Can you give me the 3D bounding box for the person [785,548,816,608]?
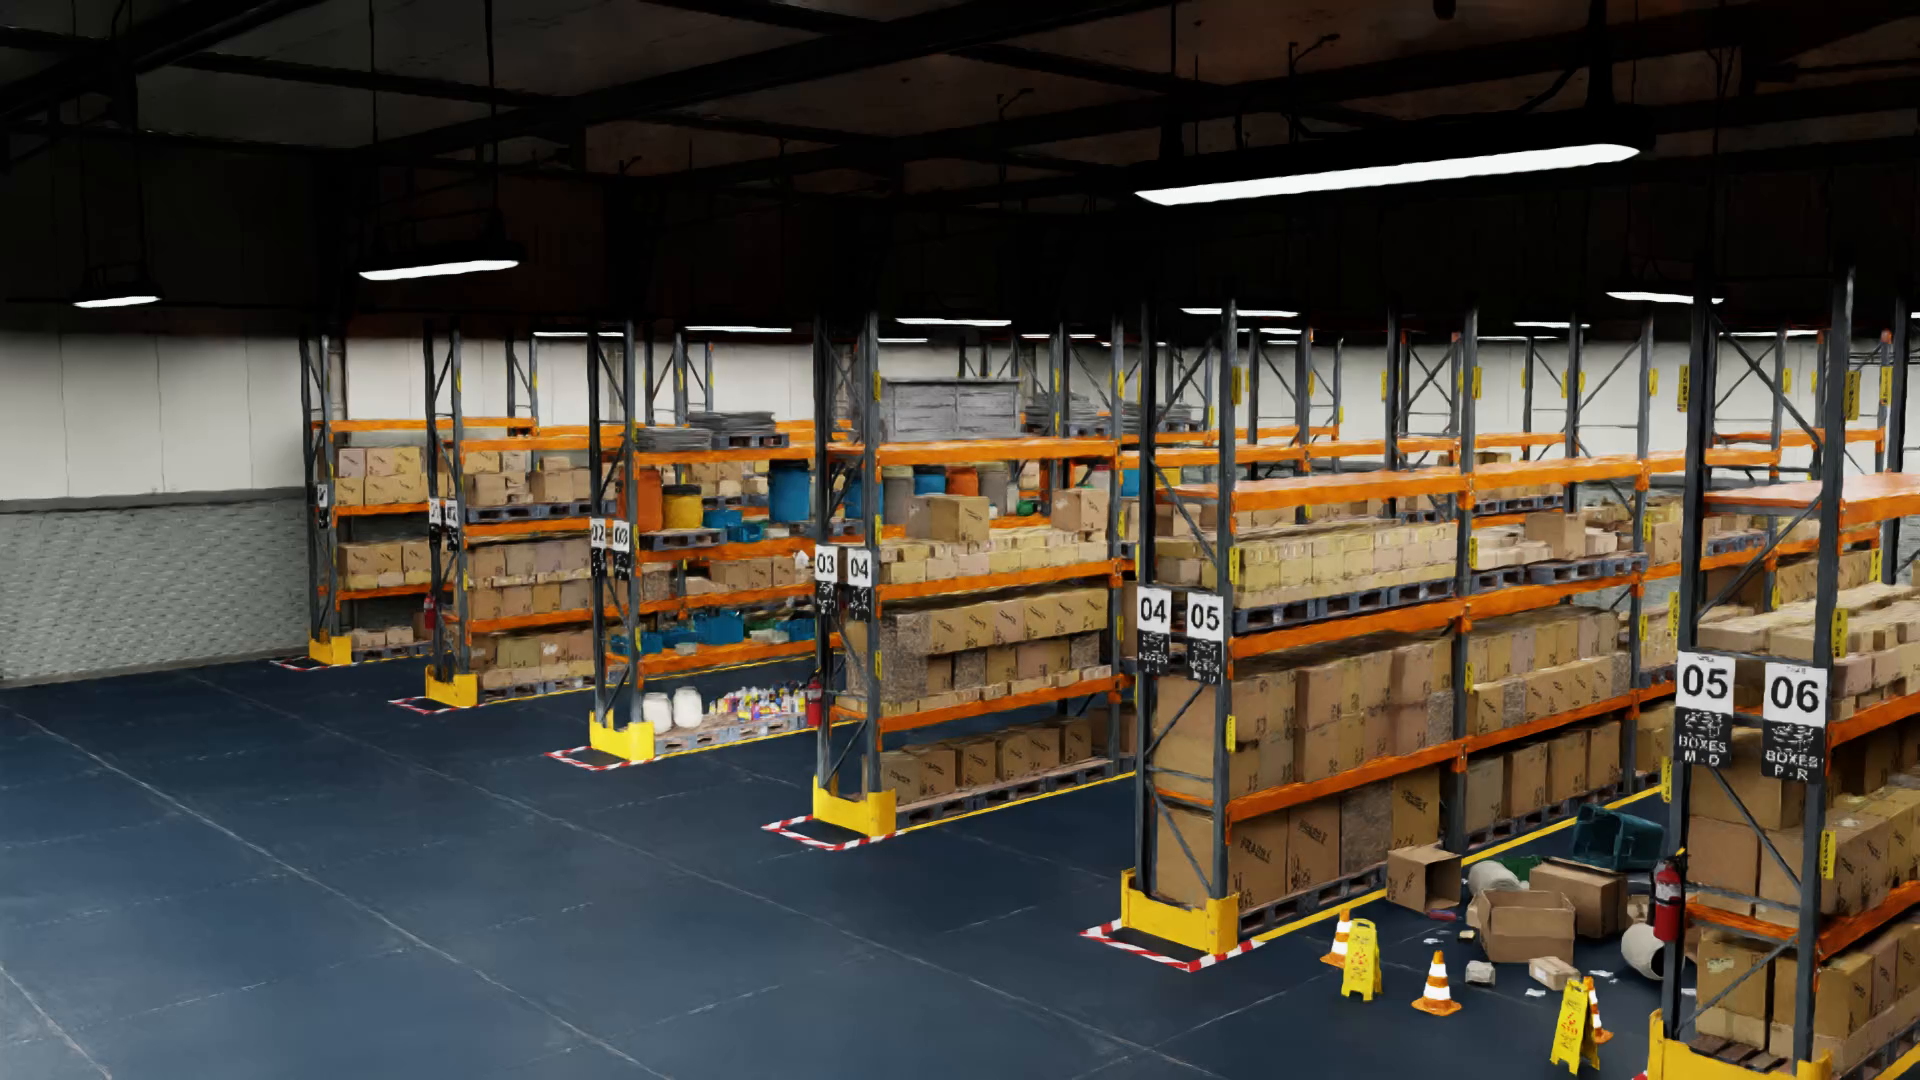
[{"bbox_3d":[-3.295,0.849,34.202,1.110,1.725,0.600,-6,8,-44],"label":"person"}]
